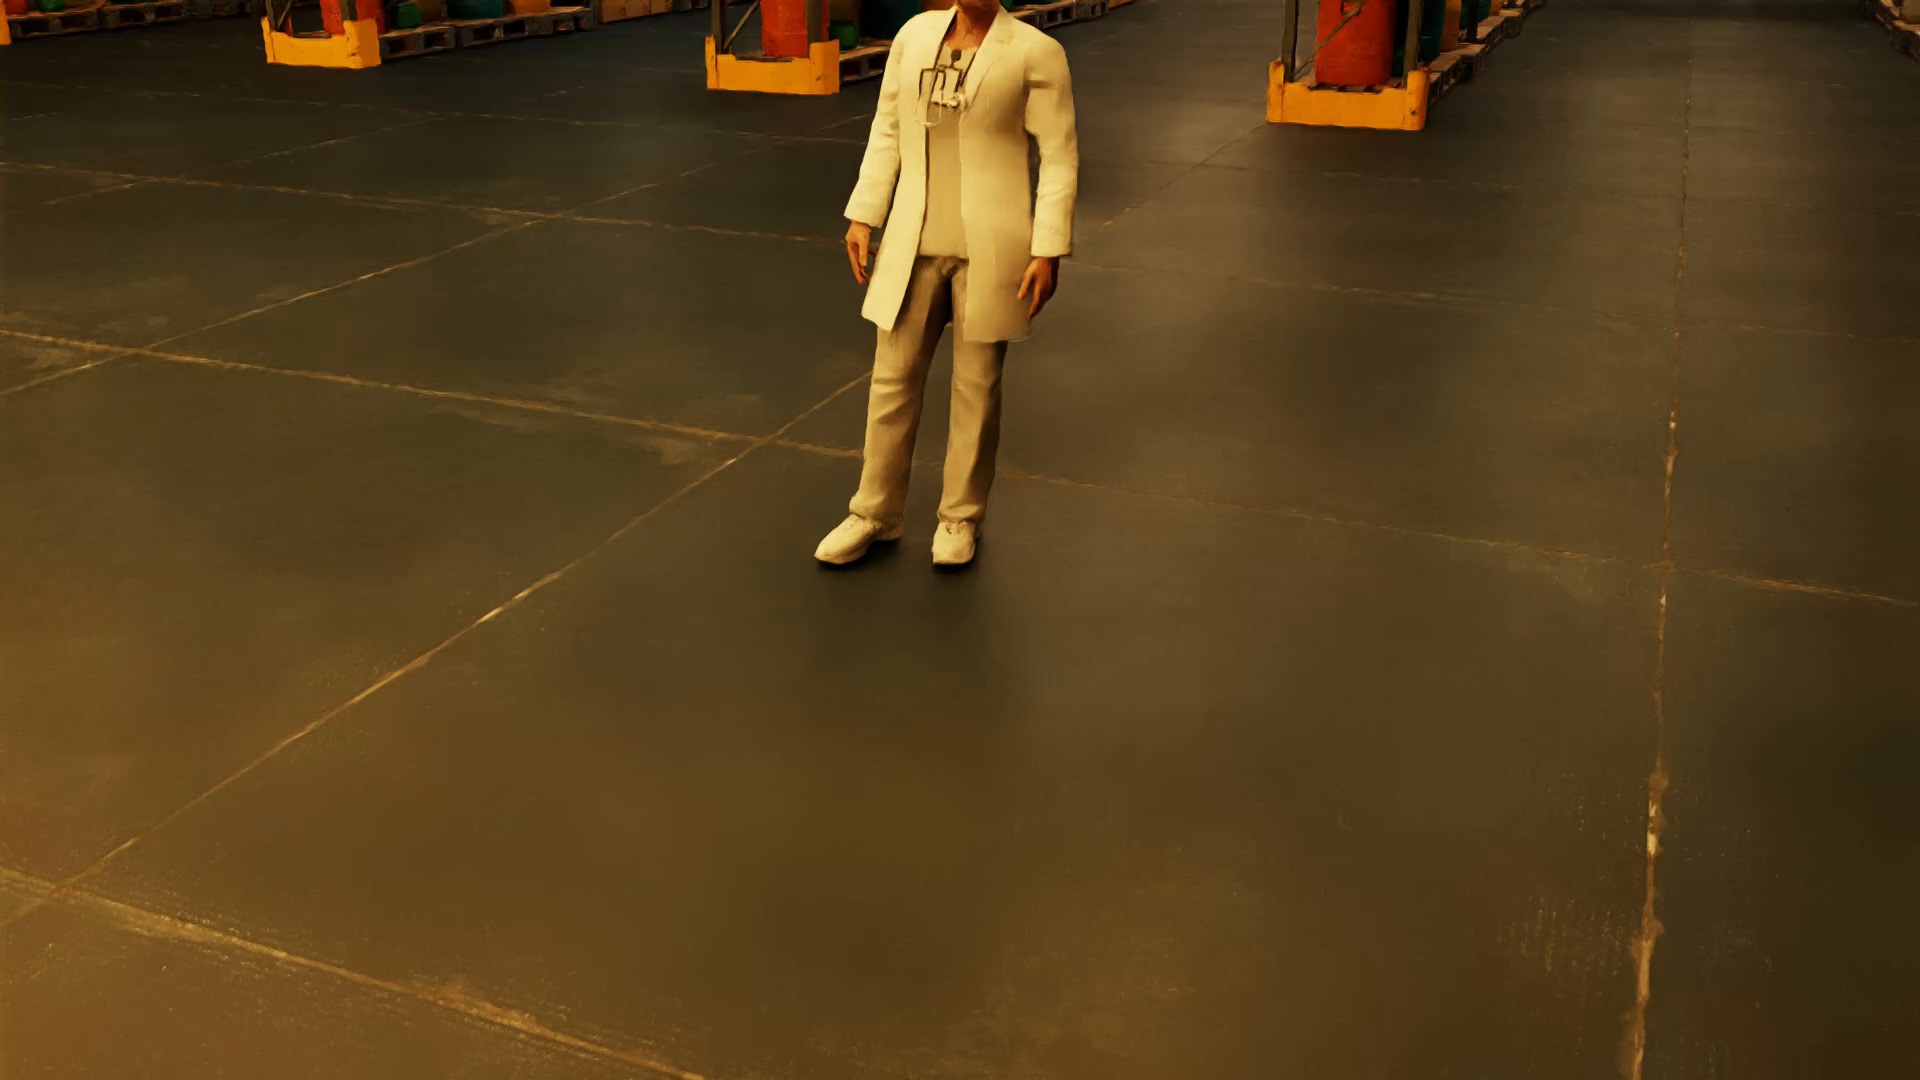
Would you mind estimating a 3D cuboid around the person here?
[{"bbox_3d":[-0.039,-0.795,4.671,0.694,1.776,0.579,9,24,21],"label":"person"}]
